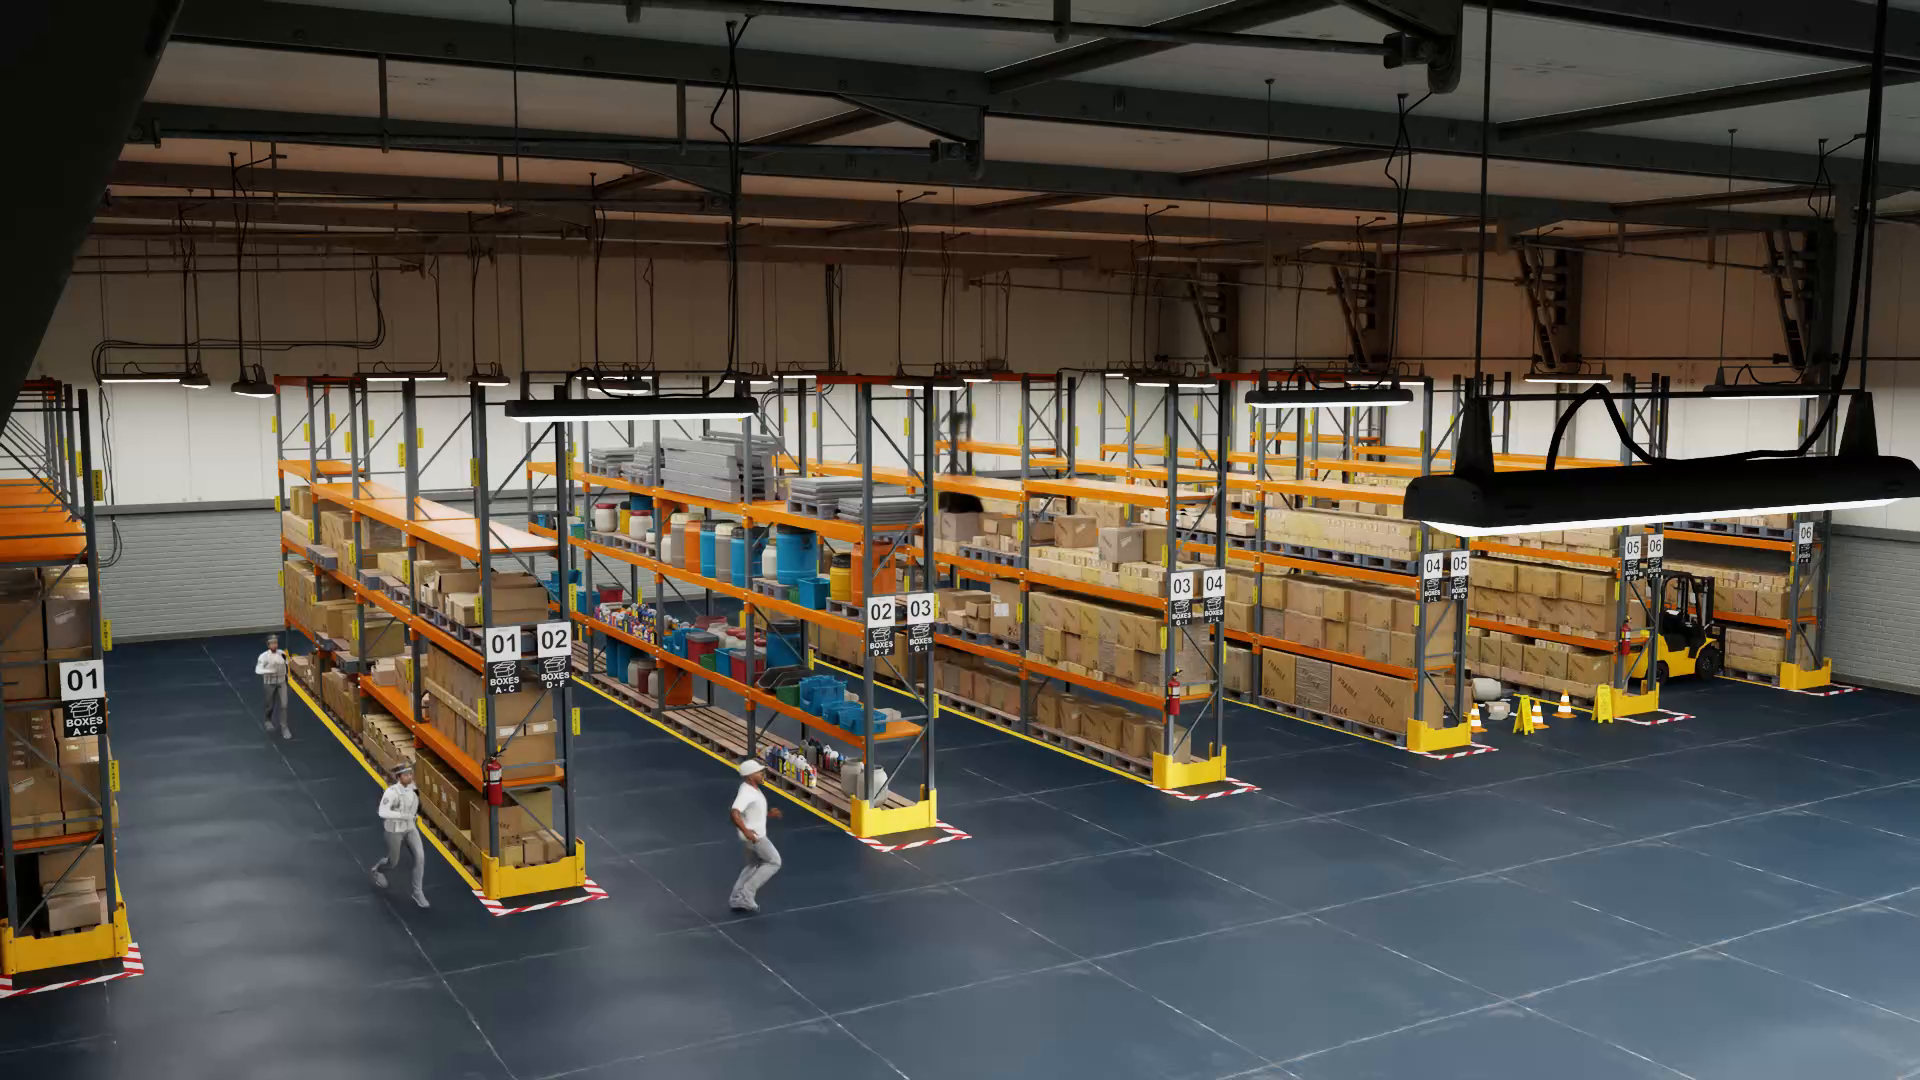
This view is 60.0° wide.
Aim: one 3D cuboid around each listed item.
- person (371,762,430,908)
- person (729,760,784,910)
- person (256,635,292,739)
[{"bbox_3d":[-6.550,3.396,19.405,0.967,1.705,0.629,4,8,34],"label":"person"},{"bbox_3d":[-2.330,3.375,19.047,0.646,1.732,0.687,-1,6,-12],"label":"person"},{"bbox_3d":[-11.477,2.427,27.856,0.606,1.711,0.874,-5,8,-39],"label":"person"}]
